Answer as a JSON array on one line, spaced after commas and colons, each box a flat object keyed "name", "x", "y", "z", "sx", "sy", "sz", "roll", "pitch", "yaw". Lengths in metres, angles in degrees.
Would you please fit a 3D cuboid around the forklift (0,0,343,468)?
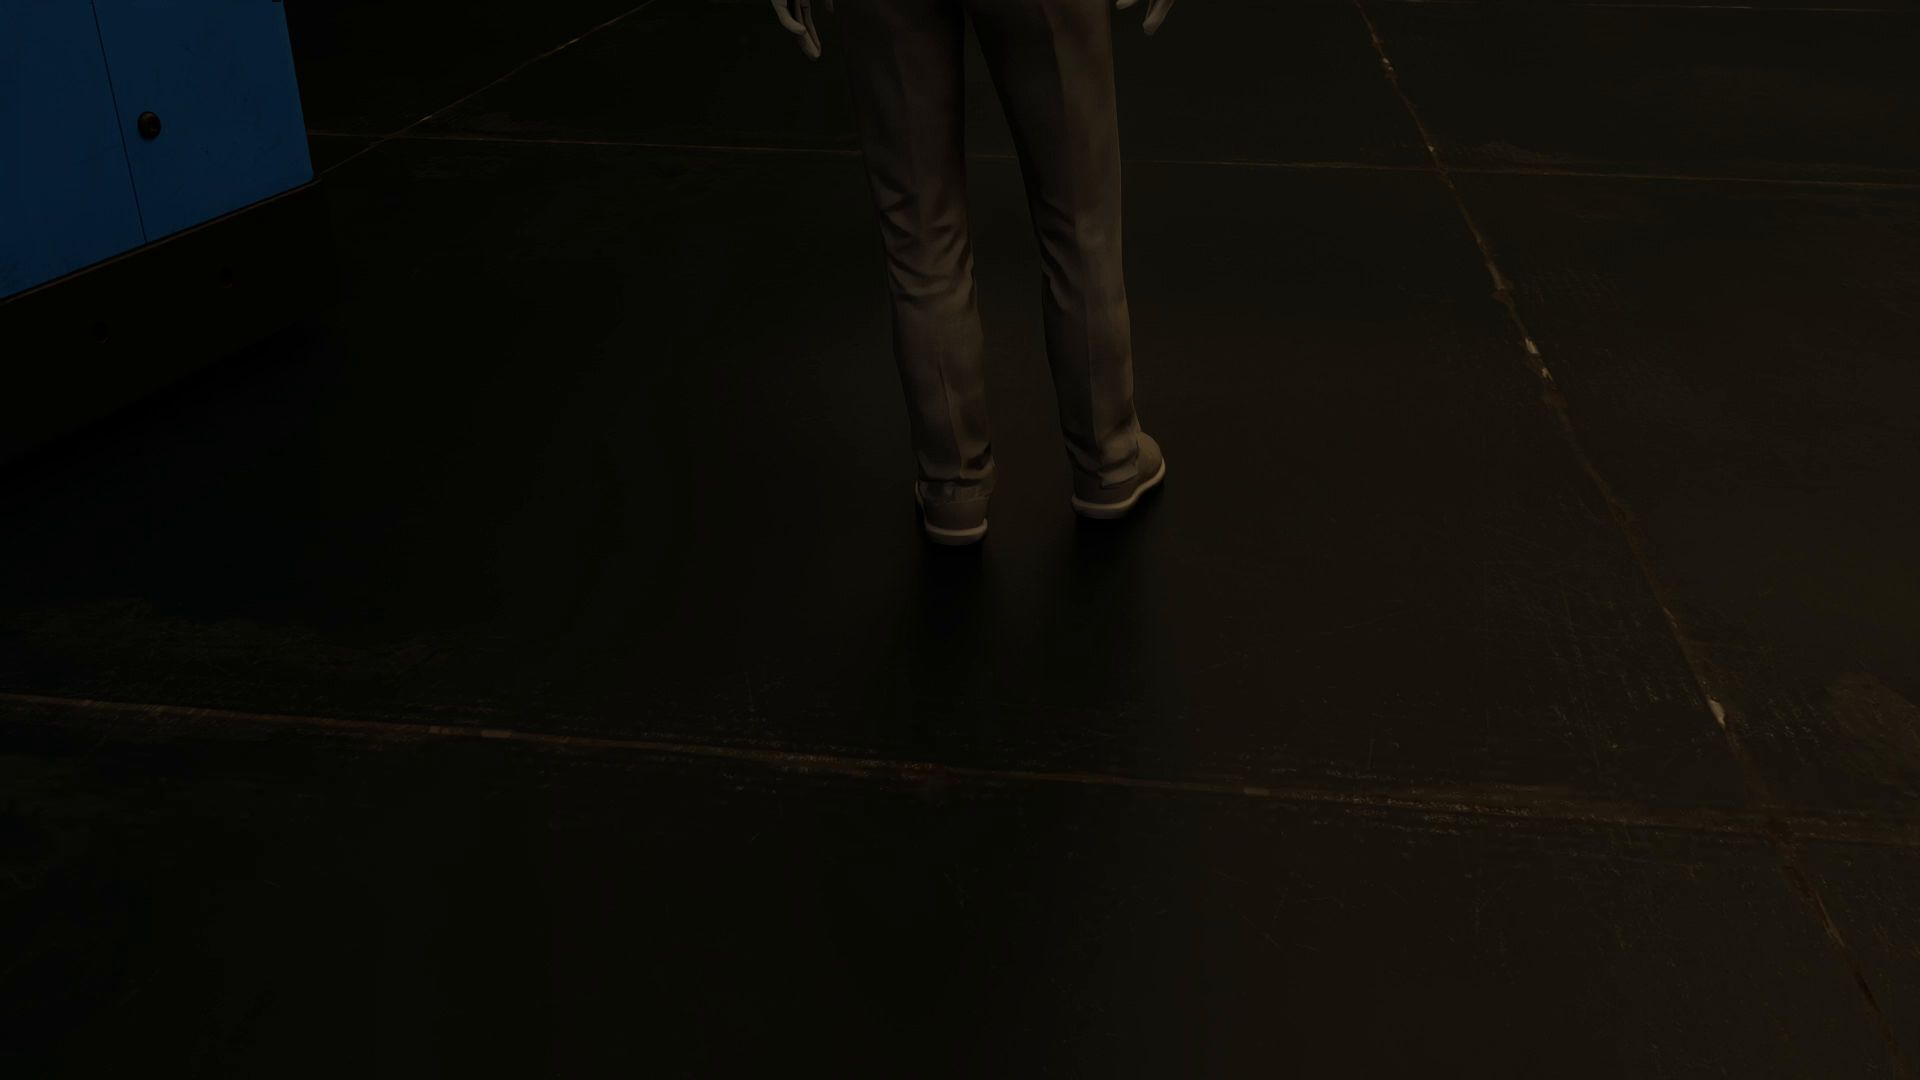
[{"name": "forklift", "x": -2.799, "y": -1.732, "z": 2.689, "sx": 3.031, "sy": 2.935, "sz": 1.130, "roll": 8, "pitch": 28, "yaw": 16}]

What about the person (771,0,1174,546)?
[{"name": "person", "x": 0.016, "y": -0.795, "z": 2.178, "sx": 0.586, "sy": 1.694, "sz": 0.532, "roll": 3, "pitch": 27, "yaw": 7}]
